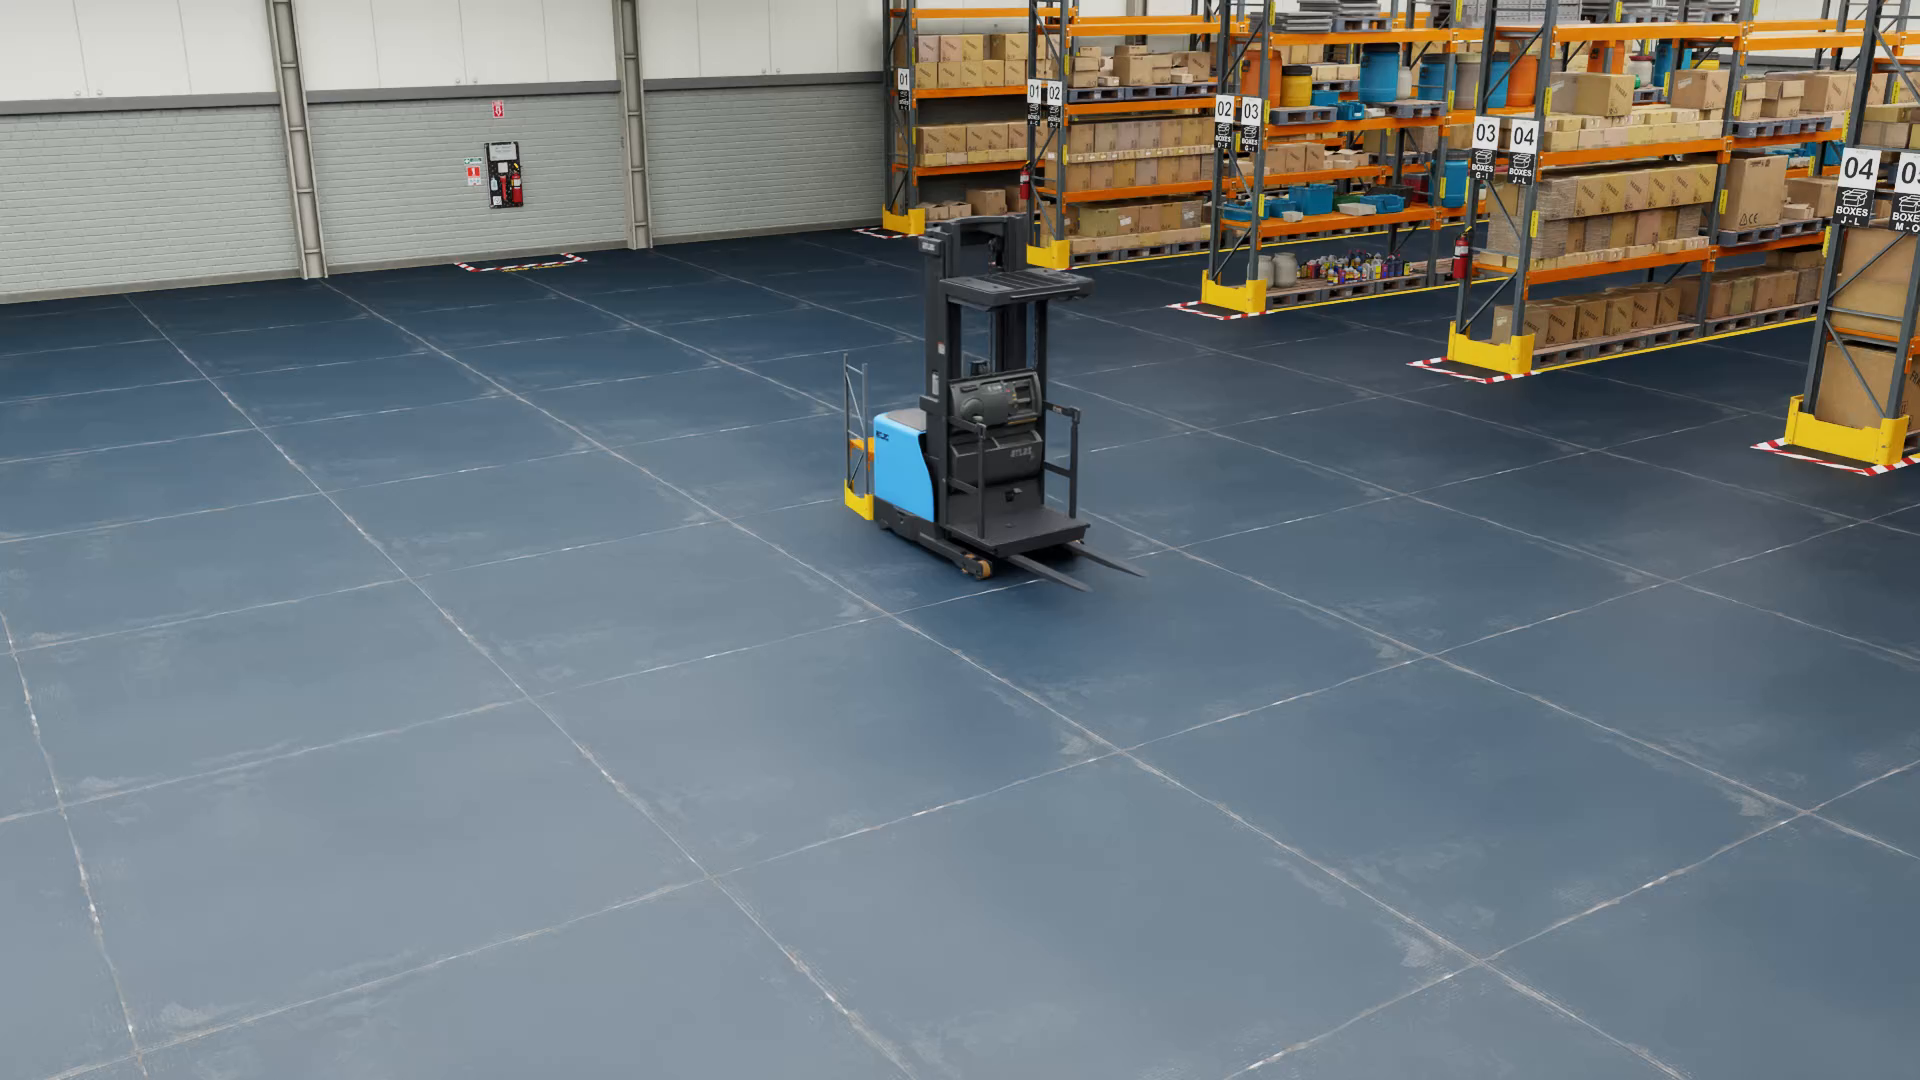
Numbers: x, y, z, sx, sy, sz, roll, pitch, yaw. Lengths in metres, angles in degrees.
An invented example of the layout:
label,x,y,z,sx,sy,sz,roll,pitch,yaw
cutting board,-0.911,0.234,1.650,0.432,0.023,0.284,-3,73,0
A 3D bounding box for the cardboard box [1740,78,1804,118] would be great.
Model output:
label,x,y,z,sx,sy,sz,roll,pitch,yaw
cardboard box,11.538,-6.329,23.782,0.637,0.503,0.797,-11,22,-29

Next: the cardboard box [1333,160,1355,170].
label,x,y,z,sx,sy,sz,roll,pitch,yaw
cardboard box,7.601,-7.441,32.965,0.250,0.149,0.380,-12,22,-31

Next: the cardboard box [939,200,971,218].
label,x,y,z,sx,sy,sz,roll,pitch,yaw
cardboard box,-0.105,-6.841,34.307,0.500,0.311,0.500,-10,21,-27

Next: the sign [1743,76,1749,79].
label,x,y,z,sx,sy,sz,roll,pitch,yaw
sign,14.563,-8.449,30.857,0.005,0.325,0.100,-12,22,-31

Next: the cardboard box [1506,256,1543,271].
label,x,y,z,sx,sy,sz,roll,pitch,yaw
cardboard box,7.333,-3.601,21.604,0.250,0.149,0.380,-12,22,-31

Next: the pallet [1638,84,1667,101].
label,x,y,z,sx,sy,sz,roll,pitch,yaw
pallet,12.715,-8.138,30.246,1.213,0.211,1.003,-12,22,-31

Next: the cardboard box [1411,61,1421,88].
label,x,y,z,sx,sy,sz,roll,pitch,yaw
cardboard box,8.972,-9.437,33.635,0.500,0.500,0.910,-12,22,-31

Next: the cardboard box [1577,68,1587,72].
label,x,y,z,sx,sy,sz,roll,pitch,yaw
cardboard box,13.337,-10.130,36.077,0.500,0.250,0.500,-12,22,-31

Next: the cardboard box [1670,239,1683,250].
label,x,y,z,sx,sy,sz,roll,pitch,yaw
cardboard box,9.831,-4.133,23.178,0.250,0.149,0.380,-12,22,-31

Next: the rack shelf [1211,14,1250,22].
label,x,y,z,sx,sy,sz,roll,pitch,yaw
rack shelf,7.143,-11.781,37.789,4.000,0.370,1.077,-12,22,-31

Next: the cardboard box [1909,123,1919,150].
label,x,y,z,sx,sy,sz,roll,pitch,yaw
cardboard box,10.152,-4.142,17.088,0.500,0.250,0.500,-12,22,-32

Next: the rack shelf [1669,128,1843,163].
label,x,y,z,sx,sy,sz,roll,pitch,yaw
rack shelf,11.975,-5.870,24.365,4.000,0.370,1.077,-12,22,-31

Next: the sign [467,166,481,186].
label,x,y,z,sx,sy,sz,roll,pitch,yaw
sign,-8.714,-6.528,29.814,0.234,0.329,0.001,-12,22,-31

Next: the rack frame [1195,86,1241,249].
label,x,y,z,sx,sy,sz,roll,pitch,yaw
rack frame,4.859,-7.088,31.528,0.127,3.000,1.000,-12,22,-31

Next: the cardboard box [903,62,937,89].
label,x,y,z,sx,sy,sz,roll,pitch,yaw
cardboard box,-0.792,-9.178,32.838,0.500,0.500,0.500,-11,22,-30

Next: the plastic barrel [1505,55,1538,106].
label,x,y,z,sx,sy,sz,roll,pitch,yaw
plastic barrel,9.570,-7.890,28.545,0.708,0.830,0.600,-12,22,-31

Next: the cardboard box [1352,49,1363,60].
label,x,y,z,sx,sy,sz,roll,pitch,yaw
cardboard box,9.535,-11.469,39.225,0.500,0.250,0.500,-12,22,-32

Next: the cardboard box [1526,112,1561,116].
label,x,y,z,sx,sy,sz,roll,pitch,yaw
cardboard box,7.671,-5.547,21.897,0.250,0.149,0.380,-12,22,-31

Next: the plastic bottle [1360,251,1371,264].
label,x,y,z,sx,sy,sz,roll,pitch,yaw
plastic bottle,6.757,-4.646,27.754,0.185,0.351,0.144,-12,22,-31

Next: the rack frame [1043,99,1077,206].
label,x,y,z,sx,sy,sz,roll,pitch,yaw
rack frame,2.132,-8.413,35.445,0.127,3.000,1.000,-12,22,-31

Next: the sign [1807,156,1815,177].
label,x,y,z,sx,sy,sz,roll,pitch,yaw
sign,13.337,-5.839,26.024,0.005,0.325,0.100,-12,22,-31

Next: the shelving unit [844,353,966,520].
label,x,y,z,sx,sy,sz,roll,pitch,yaw
shelving unit,-0.518,-1.057,16.031,1.083,1.500,0.587,-9,21,-24

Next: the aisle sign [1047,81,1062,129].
label,x,y,z,sx,sy,sz,roll,pitch,yaw
aisle sign,1.632,-7.522,28.751,0.004,0.787,0.394,-12,22,-31

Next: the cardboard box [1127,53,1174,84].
label,x,y,z,sx,sy,sz,roll,pitch,yaw
cardboard box,3.415,-8.567,30.183,0.637,0.503,0.797,-9,21,-25

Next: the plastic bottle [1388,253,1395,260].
label,x,y,z,sx,sy,sz,roll,pitch,yaw
plastic bottle,7.122,-4.564,27.511,0.185,0.351,0.144,-12,22,-31

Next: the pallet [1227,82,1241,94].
label,x,y,z,sx,sy,sz,roll,pitch,yaw
pallet,5.589,-8.577,31.548,1.217,0.209,0.805,-13,23,-34

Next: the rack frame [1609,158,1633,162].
label,x,y,z,sx,sy,sz,roll,pitch,yaw
rack frame,14.882,-9.202,37.780,0.127,3.000,1.000,-12,22,-31

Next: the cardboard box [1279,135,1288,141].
label,x,y,z,sx,sy,sz,roll,pitch,yaw
cardboard box,7.373,-9.321,38.493,0.250,0.149,0.380,-11,22,-30

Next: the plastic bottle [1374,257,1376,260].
label,x,y,z,sx,sy,sz,roll,pitch,yaw
plastic bottle,6.988,-4.689,28.112,0.097,0.201,0.097,0,19,0

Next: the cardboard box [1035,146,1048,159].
label,x,y,z,sx,sy,sz,roll,pitch,yaw
cardboard box,1.482,-8.101,34.726,0.500,0.250,0.500,-12,22,-31

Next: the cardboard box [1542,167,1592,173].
label,x,y,z,sx,sy,sz,roll,pitch,yaw
cardboard box,8.121,-4.735,22.386,0.500,0.500,0.500,-12,22,-31

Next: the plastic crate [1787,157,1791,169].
label,x,y,z,sx,sy,sz,roll,pitch,yaw
plastic crate,16.029,-7.395,32.603,0.300,0.233,0.416,-12,22,-31

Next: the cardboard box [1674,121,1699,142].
label,x,y,z,sx,sy,sz,roll,pitch,yaw
cardboard box,9.626,-5.548,22.523,0.500,0.250,0.500,-11,22,-30

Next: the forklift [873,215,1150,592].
label,x,y,z,sx,sy,sz,roll,pitch,yaw
forklift,0.437,-1.223,14.287,1.130,2.935,3.031,-12,22,-33

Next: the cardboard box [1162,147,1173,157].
label,x,y,z,sx,sy,sz,roll,pitch,yaw
cardboard box,3.689,-7.114,30.436,0.250,0.149,0.380,-11,22,-30

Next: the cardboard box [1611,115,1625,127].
label,x,y,z,sx,sy,sz,roll,pitch,yaw
cardboard box,8.426,-5.479,21.695,0.250,0.149,0.380,-13,23,-34

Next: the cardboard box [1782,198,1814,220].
label,x,y,z,sx,sy,sz,roll,pitch,yaw
cardboard box,12.401,-4.912,24.644,0.258,0.266,0.396,-13,22,-33

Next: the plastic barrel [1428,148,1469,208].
label,x,y,z,sx,sy,sz,roll,pitch,yaw
plastic barrel,8.070,-5.987,27.488,0.708,0.901,0.600,-12,22,-31

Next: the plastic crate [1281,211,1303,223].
label,x,y,z,sx,sy,sz,roll,pitch,yaw
plastic crate,5.164,-5.005,25.776,0.250,0.136,0.298,-12,22,-31

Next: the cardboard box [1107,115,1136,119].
label,x,y,z,sx,sy,sz,roll,pitch,yaw
cardboard box,3.579,-8.970,36.250,0.500,0.500,0.700,-9,21,-24

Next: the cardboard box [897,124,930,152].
label,x,y,z,sx,sy,sz,roll,pitch,yaw
cardboard box,-0.932,-8.141,33.675,0.500,0.500,0.500,-12,22,-32

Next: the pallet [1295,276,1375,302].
label,x,y,z,sx,sy,sz,roll,pitch,yaw
pallet,5.977,-4.118,27.097,1.213,0.211,1.003,-12,22,-31

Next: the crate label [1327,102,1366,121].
label,x,y,z,sx,sy,sz,roll,pitch,yaw
crate label,5.985,-6.650,25.780,0.408,0.251,0.502,-12,22,-31

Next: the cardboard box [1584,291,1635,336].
label,x,y,z,sx,sy,sz,roll,pitch,yaw
cardboard box,8.999,-3.160,23.154,0.500,0.500,0.500,-14,23,-36

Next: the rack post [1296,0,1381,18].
label,x,y,z,sx,sy,sz,roll,pitch,yaw
rack post,5.841,-8.214,25.608,0.954,0.300,0.937,-12,22,-32

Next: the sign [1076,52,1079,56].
label,x,y,z,sx,sy,sz,roll,pitch,yaw
sign,2.437,-9.935,34.456,0.005,0.325,0.100,-12,22,-31

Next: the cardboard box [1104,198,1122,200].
label,x,y,z,sx,sy,sz,roll,pitch,yaw
cardboard box,3.141,-7.675,36.480,0.500,0.500,0.700,-12,22,-32

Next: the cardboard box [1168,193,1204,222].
label,x,y,z,sx,sy,sz,roll,pitch,yaw
cardboard box,4.300,-6.342,31.787,0.500,0.500,0.500,-12,22,-31

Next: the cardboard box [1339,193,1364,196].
label,x,y,z,sx,sy,sz,roll,pitch,yaw
cardboard box,7.898,-6.797,33.427,0.500,0.311,0.500,-11,22,-30

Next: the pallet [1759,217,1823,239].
label,x,y,z,sx,sy,sz,roll,pitch,yaw
pallet,12.015,-4.692,24.739,1.213,0.211,1.003,-12,22,-31

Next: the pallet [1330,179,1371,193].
label,x,y,z,sx,sy,sz,roll,pitch,yaw
pallet,9.491,-8.614,40.394,1.213,0.211,1.003,-12,22,-31

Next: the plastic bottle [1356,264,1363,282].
label,x,y,z,sx,sy,sz,roll,pitch,yaw
plastic bottle,6.465,-4.324,26.923,0.097,0.271,0.097,0,19,0

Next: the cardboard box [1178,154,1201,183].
label,x,y,z,sx,sy,sz,roll,pitch,yaw
cardboard box,4.055,-6.961,30.995,0.500,0.500,0.700,-12,22,-32

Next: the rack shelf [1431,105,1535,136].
label,x,y,z,sx,sy,sz,roll,pitch,yaw
rack shelf,9.251,-7.195,28.283,4.000,0.370,1.077,-12,22,-31

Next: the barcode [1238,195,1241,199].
label,x,y,z,sx,sy,sz,roll,pitch,yaw
barcode,5.302,-6.501,31.507,0.075,0.075,0.001,-12,22,-31

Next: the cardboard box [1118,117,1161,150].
label,x,y,z,sx,sy,sz,roll,pitch,yaw
cardboard box,3.235,-7.405,30.283,0.500,0.500,0.700,-12,22,-31
